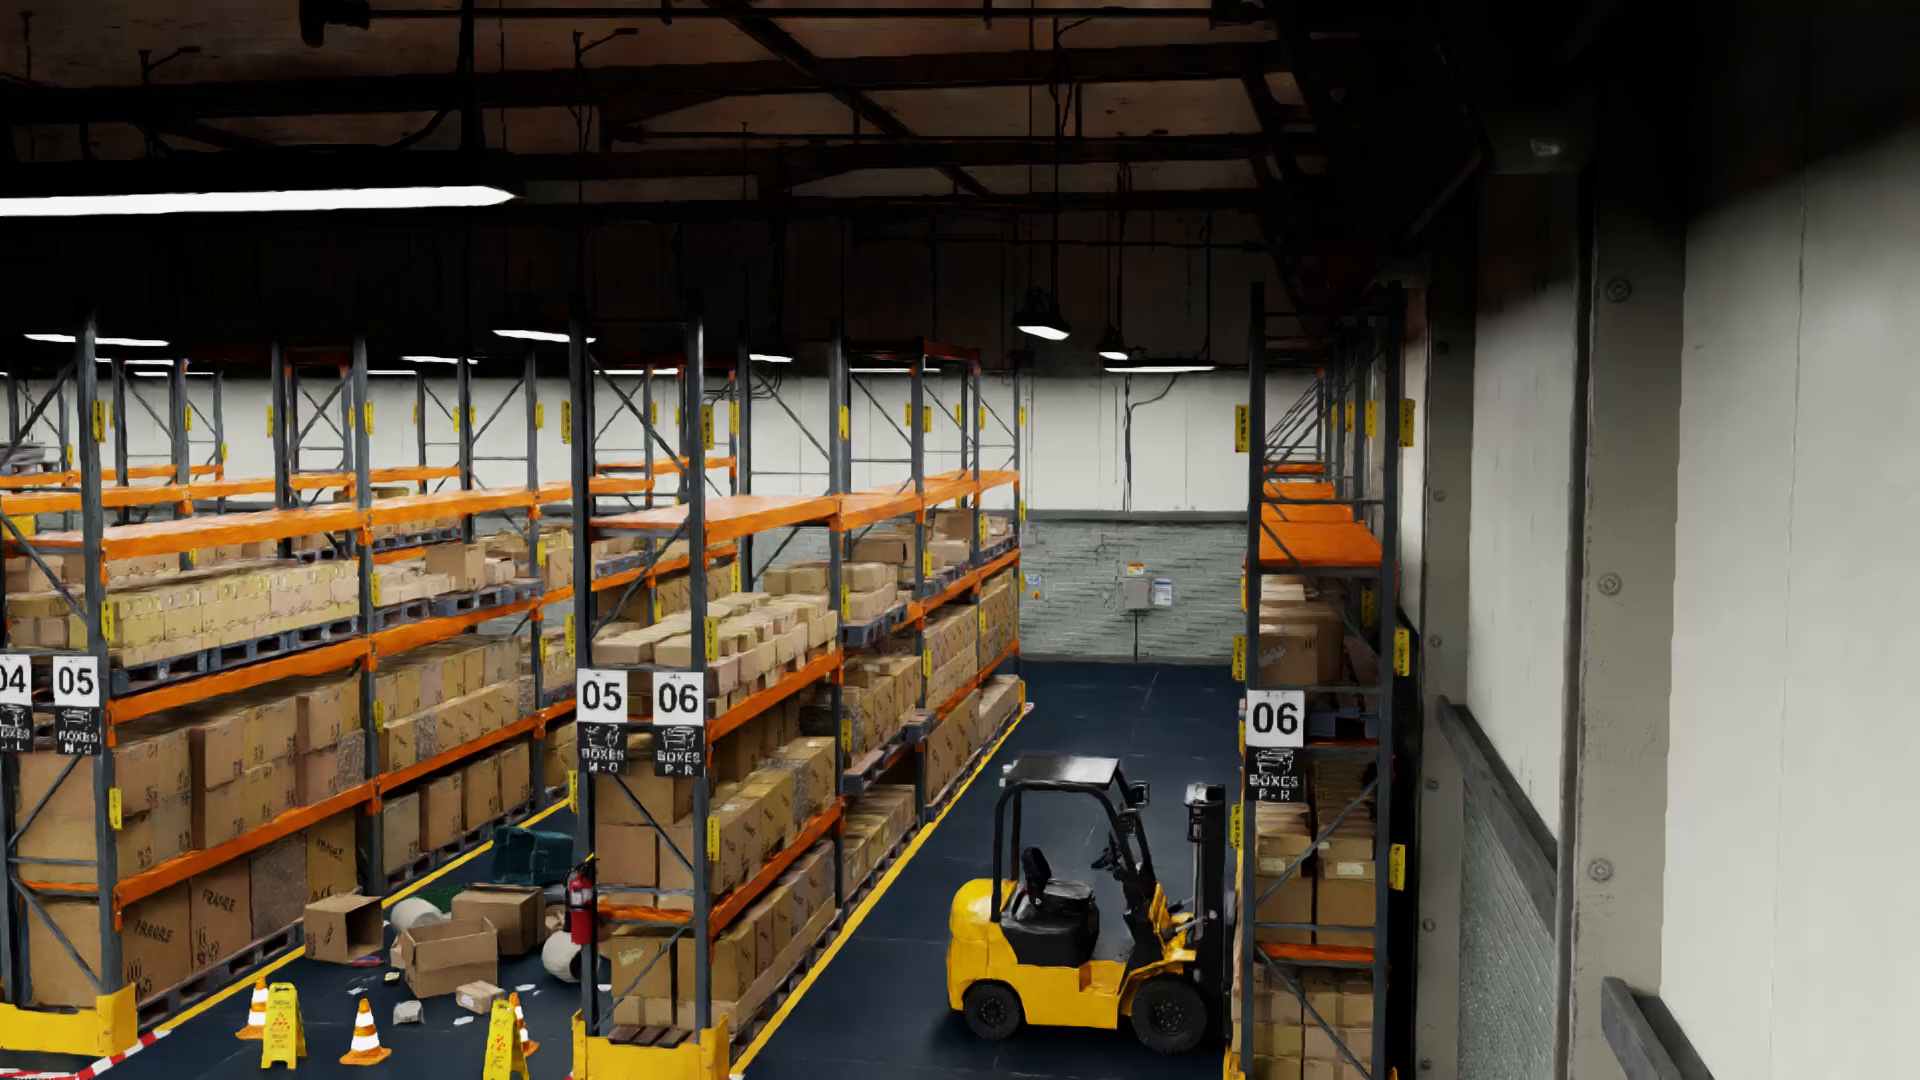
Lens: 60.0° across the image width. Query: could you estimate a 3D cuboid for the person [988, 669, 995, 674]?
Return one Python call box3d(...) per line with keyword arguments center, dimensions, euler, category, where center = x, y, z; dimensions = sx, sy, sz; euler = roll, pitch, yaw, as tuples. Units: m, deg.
box3d(center=(0.382, 1.886, 30.978), dimensions=(0.485, 1.561, 0.862), euler=(-1, 5, -18), category="person")
